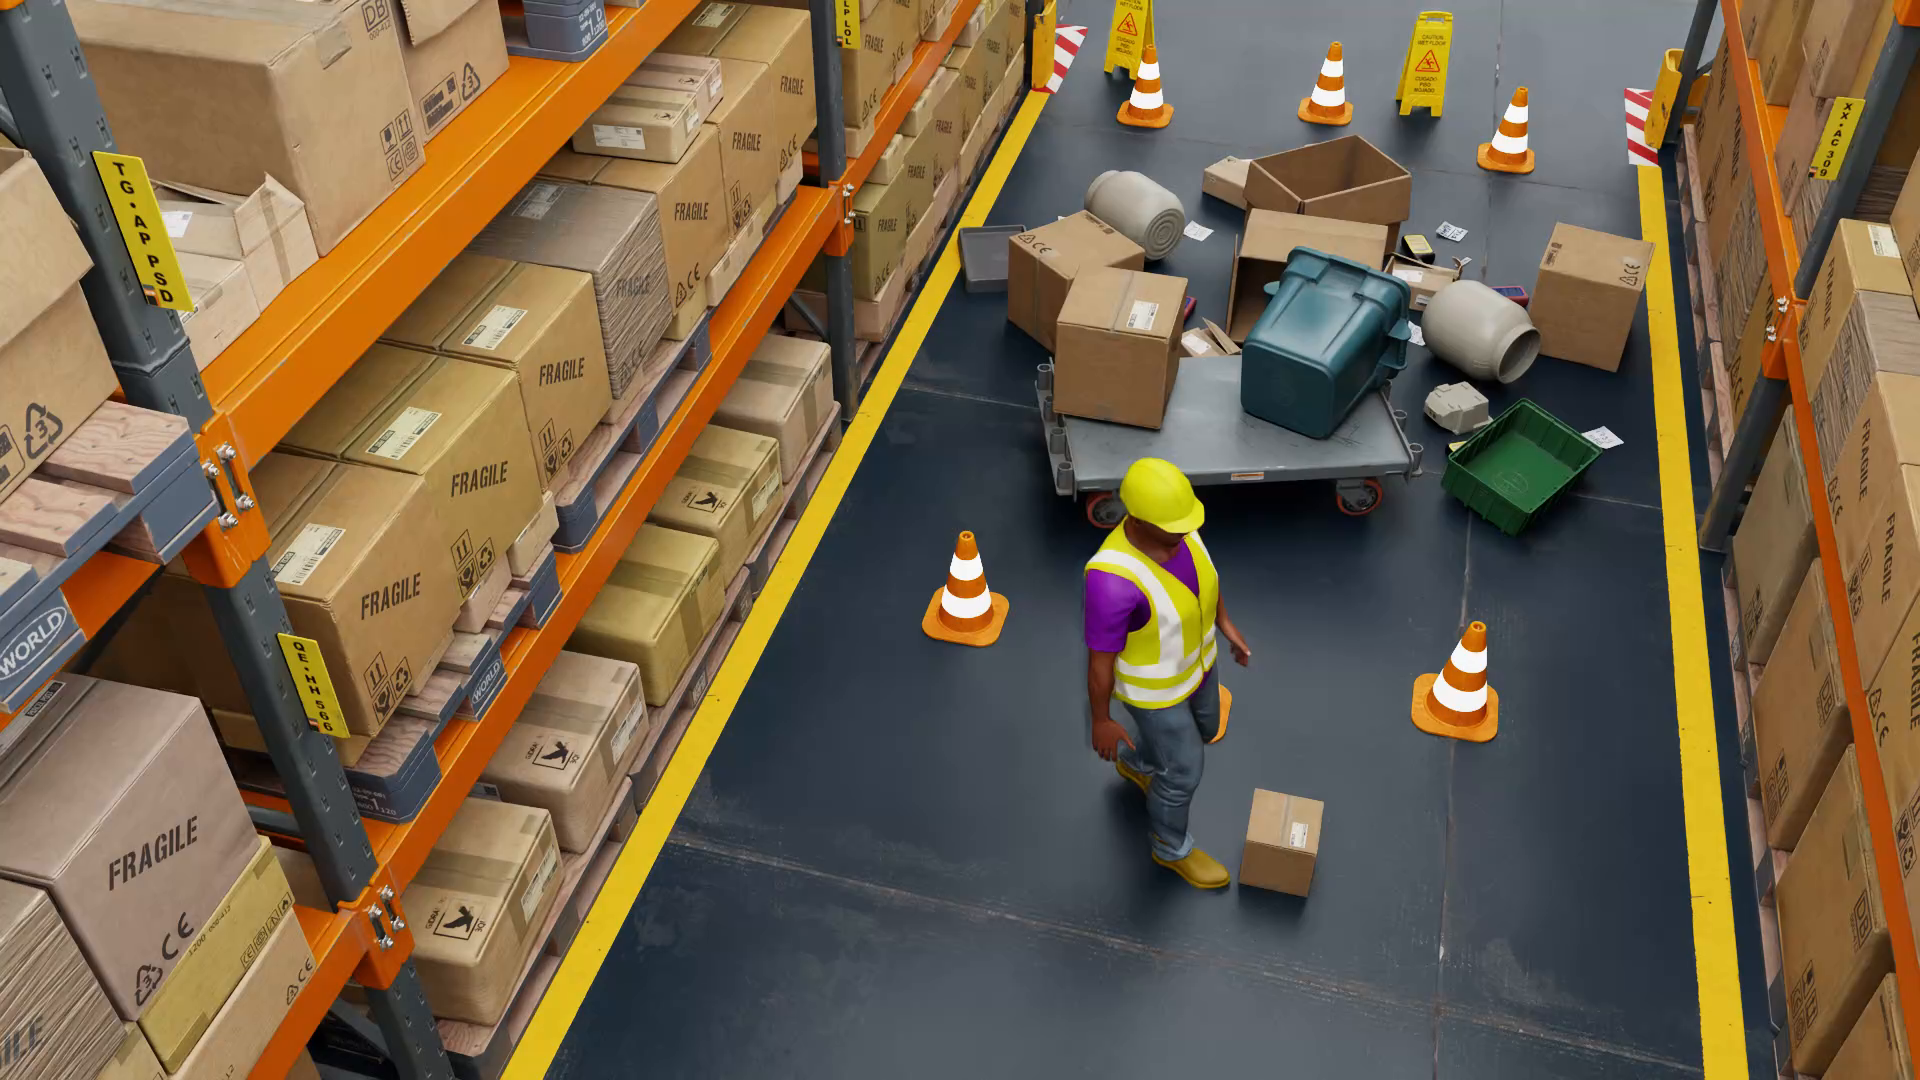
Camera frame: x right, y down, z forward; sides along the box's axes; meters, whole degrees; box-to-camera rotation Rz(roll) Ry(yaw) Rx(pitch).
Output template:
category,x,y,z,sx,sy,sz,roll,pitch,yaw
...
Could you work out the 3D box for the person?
category,x,y,z,sx,sy,sz,roll,pitch,yaw
person,0.740,0.468,5.610,0.602,1.757,0.665,21,45,22
